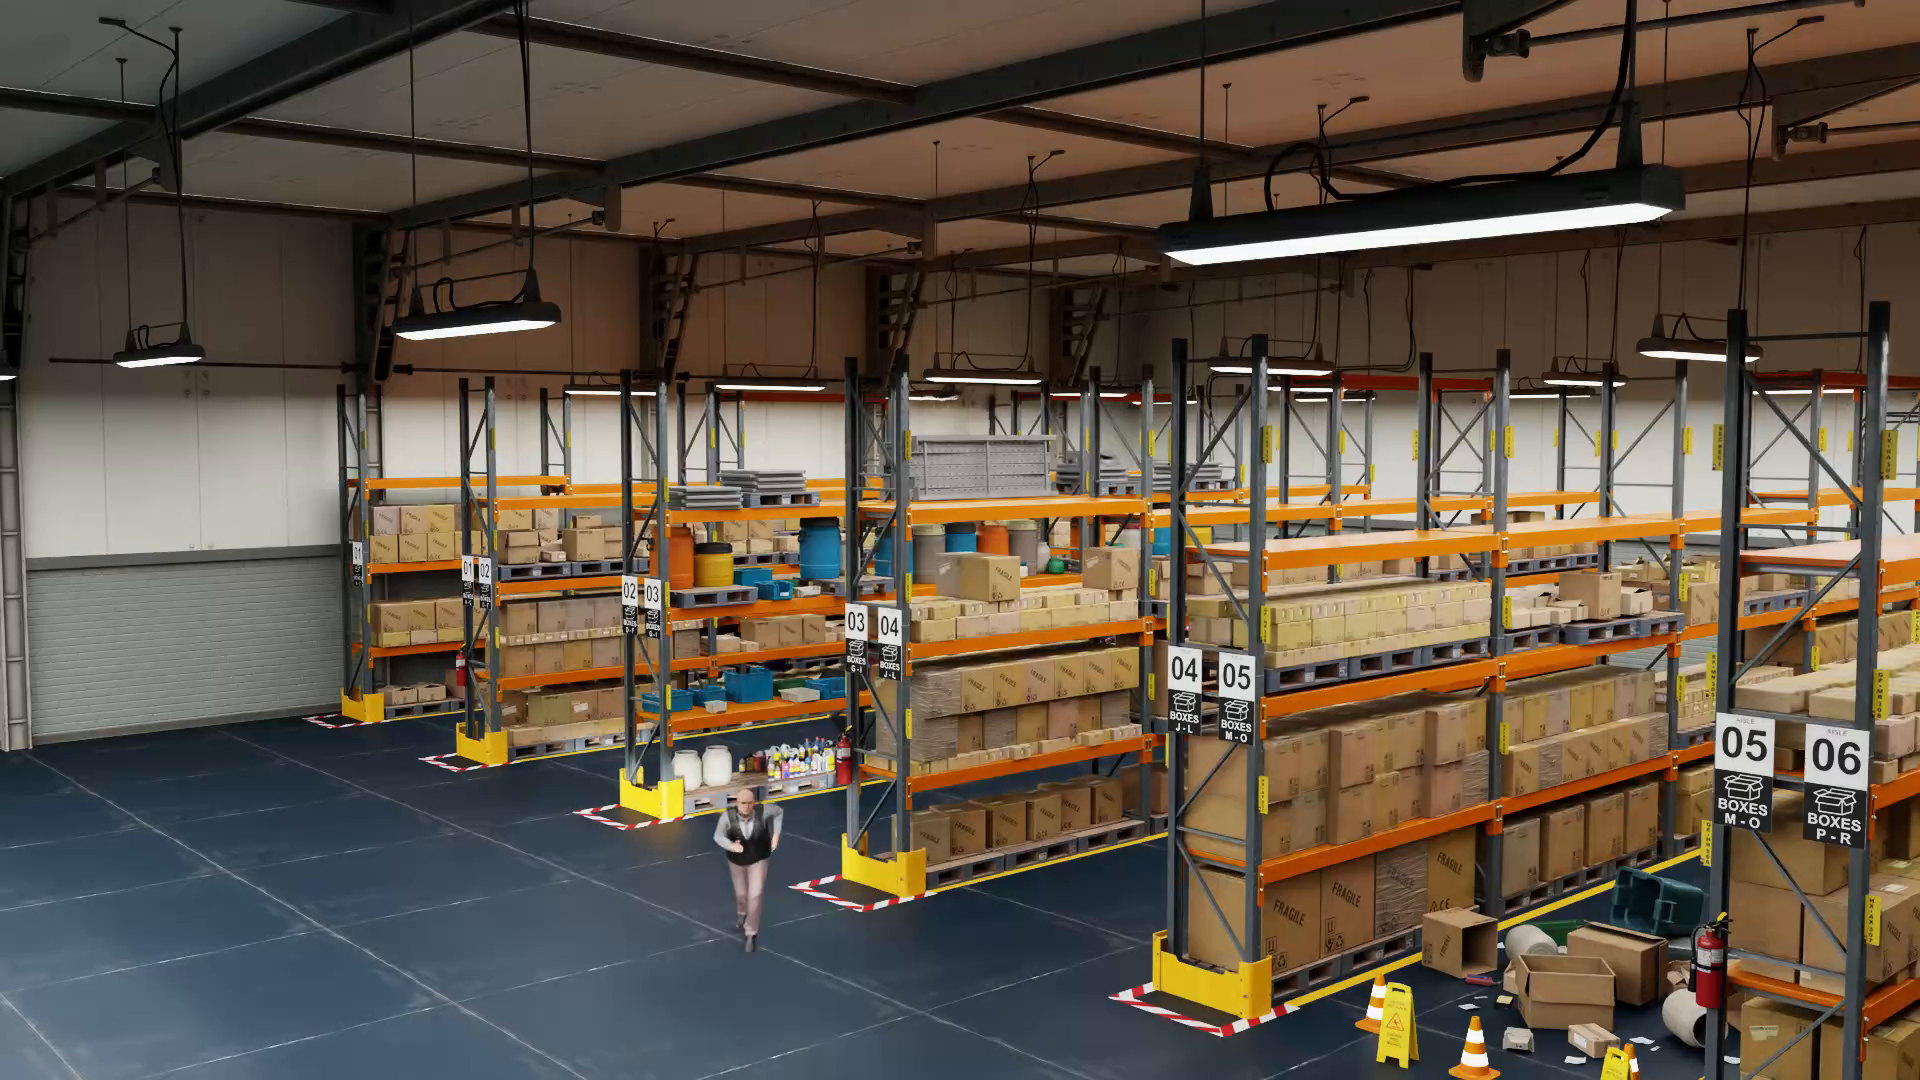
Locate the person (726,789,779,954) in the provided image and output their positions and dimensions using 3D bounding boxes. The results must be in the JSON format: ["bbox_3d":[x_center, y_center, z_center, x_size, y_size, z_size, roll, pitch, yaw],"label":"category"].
[{"bbox_3d":[-2.090,3.272,16.783,0.565,1.679,0.998,-1,4,-8],"label":"person"}]

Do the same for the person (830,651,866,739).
[{"bbox_3d":[-1.822,2.513,27.040,0.549,1.544,0.682,4,5,45],"label":"person"}]
